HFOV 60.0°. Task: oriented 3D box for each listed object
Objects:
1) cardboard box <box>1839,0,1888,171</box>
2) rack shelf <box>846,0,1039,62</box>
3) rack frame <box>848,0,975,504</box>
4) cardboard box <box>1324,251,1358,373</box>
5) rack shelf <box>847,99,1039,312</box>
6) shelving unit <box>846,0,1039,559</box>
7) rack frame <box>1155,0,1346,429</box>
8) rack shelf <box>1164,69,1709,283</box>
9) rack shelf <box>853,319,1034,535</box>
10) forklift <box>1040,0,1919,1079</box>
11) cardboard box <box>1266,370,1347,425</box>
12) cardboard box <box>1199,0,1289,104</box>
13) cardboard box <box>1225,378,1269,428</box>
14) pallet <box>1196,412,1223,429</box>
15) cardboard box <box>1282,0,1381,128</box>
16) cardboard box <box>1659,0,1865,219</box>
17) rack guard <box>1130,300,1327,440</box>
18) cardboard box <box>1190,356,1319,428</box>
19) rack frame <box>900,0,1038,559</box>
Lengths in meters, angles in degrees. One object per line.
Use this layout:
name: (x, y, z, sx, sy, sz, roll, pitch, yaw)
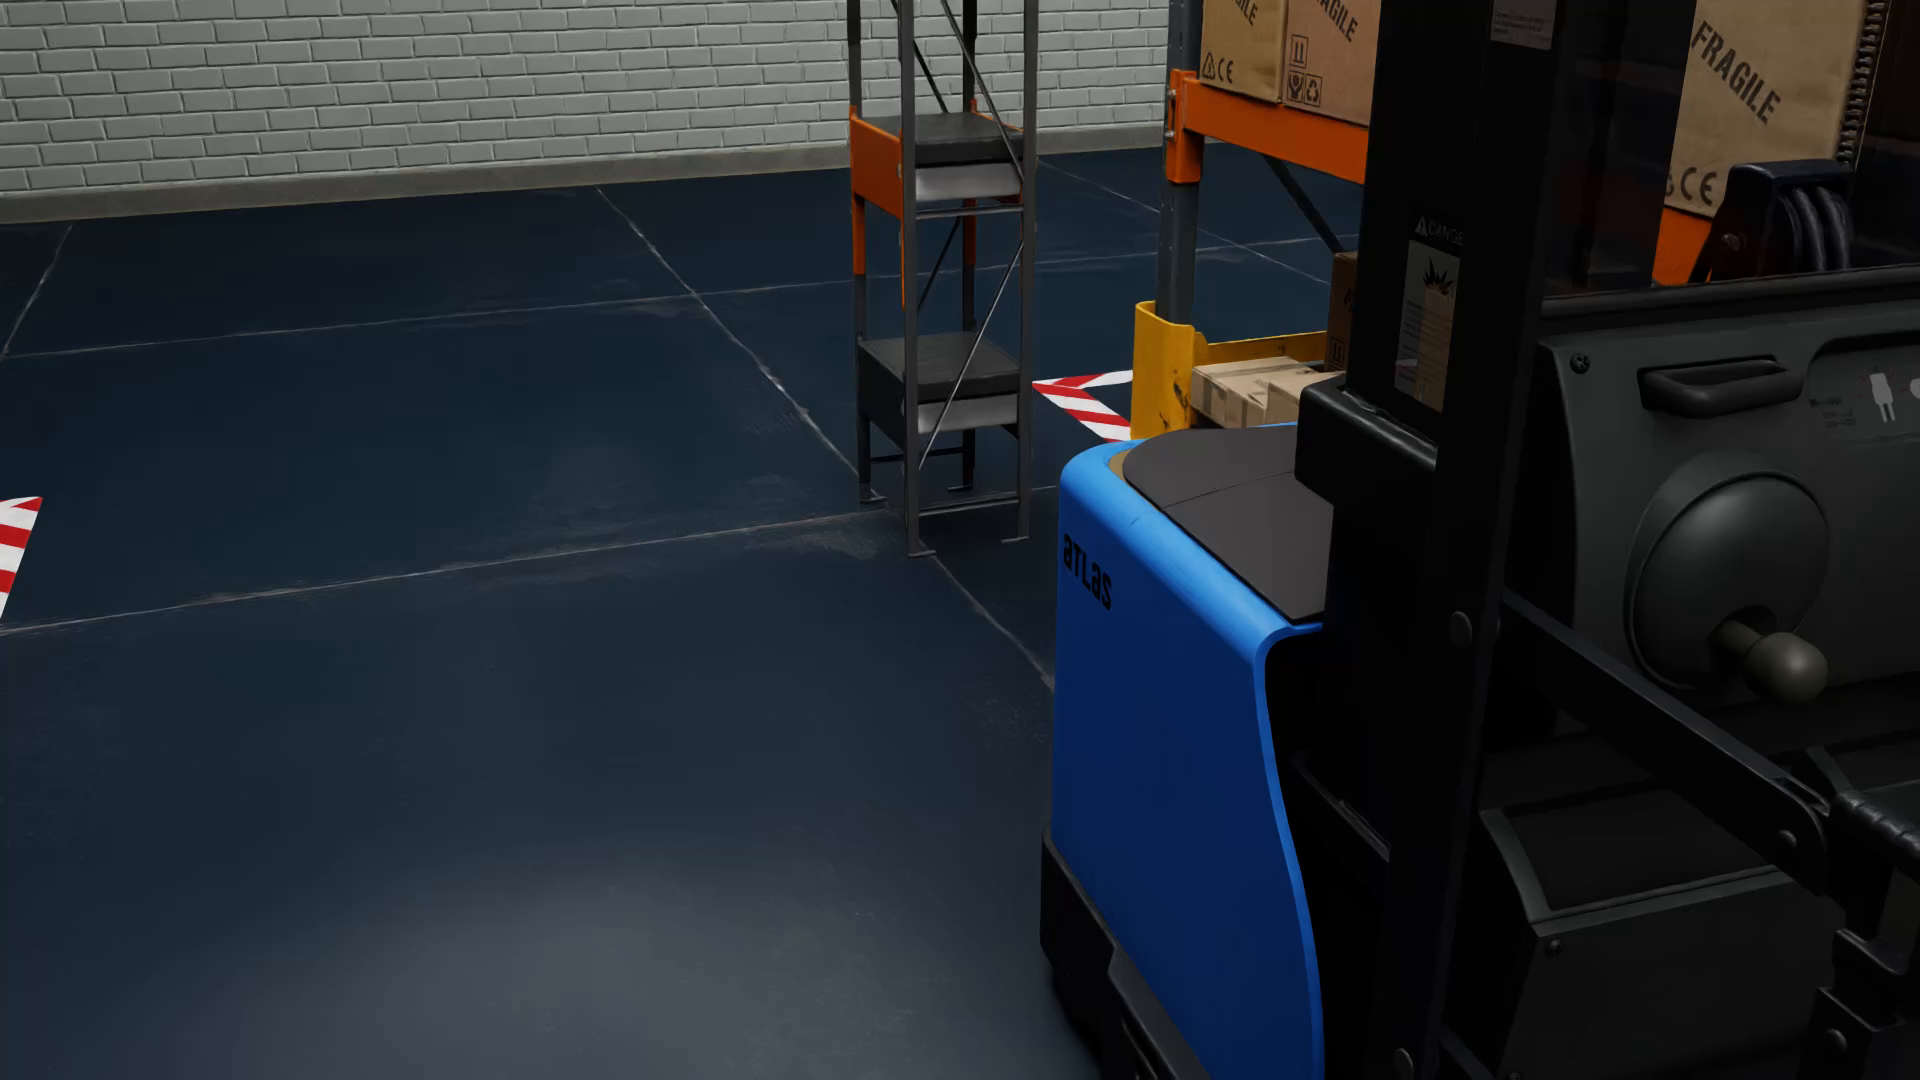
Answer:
cardboard box: (2.003, -0.746, 3.030, 0.500, 0.500, 0.500, -8, 24, -17)
rack shelf: (-0.058, -1.660, 4.718, 0.431, 0.518, 0.480, -8, 24, -19)
rack frame: (-0.145, -1.116, 5.195, 0.400, 2.100, 0.015, -8, 24, -19)
cardboard box: (1.613, -0.707, 5.717, 0.500, 0.500, 0.500, -8, 24, -19)
rack shelf: (-0.058, -1.015, 4.990, 0.431, 0.518, 0.480, -8, 24, -19)
shelving unit: (-0.058, -1.028, 4.985, 0.431, 2.100, 0.503, -8, 24, -19)
rack frame: (1.190, -1.820, 5.706, 1.000, 3.000, 0.127, -8, 24, -19)
rack shelf: (1.897, -0.762, 4.122, 1.077, 0.370, 4.000, -8, 24, -19)
rack shelf: (-0.058, -0.370, 5.262, 0.431, 0.518, 0.480, -8, 24, -19)
forklift: (1.092, -0.038, 1.567, 1.130, 2.935, 3.031, -7, 24, -16)
cardboard box: (1.294, -0.337, 5.162, 0.500, 0.250, 0.500, -8, 24, -19)
cardboard box: (1.100, -1.669, 5.218, 0.500, 0.500, 0.500, -8, 24, -18)
cardboard box: (1.105, -0.427, 5.482, 0.380, 0.166, 0.250, -8, 24, -19)
pallet: (1.500, -0.218, 5.495, 1.003, 0.211, 1.213, -8, 24, -19)
cardboard box: (1.288, -1.482, 4.775, 0.500, 0.500, 0.500, -9, 24, -20)
cardboard box: (1.820, -0.933, 3.472, 0.500, 0.500, 0.500, -8, 24, -18)
rack guard: (1.217, -0.640, 6.126, 1.175, 0.500, 0.348, -8, 24, -19)
cardboard box: (1.017, -0.510, 5.701, 0.380, 0.149, 0.250, -8, 24, -19)
rack frame: (0.028, -0.939, 4.775, 0.400, 2.100, 0.015, -8, 24, -19)
